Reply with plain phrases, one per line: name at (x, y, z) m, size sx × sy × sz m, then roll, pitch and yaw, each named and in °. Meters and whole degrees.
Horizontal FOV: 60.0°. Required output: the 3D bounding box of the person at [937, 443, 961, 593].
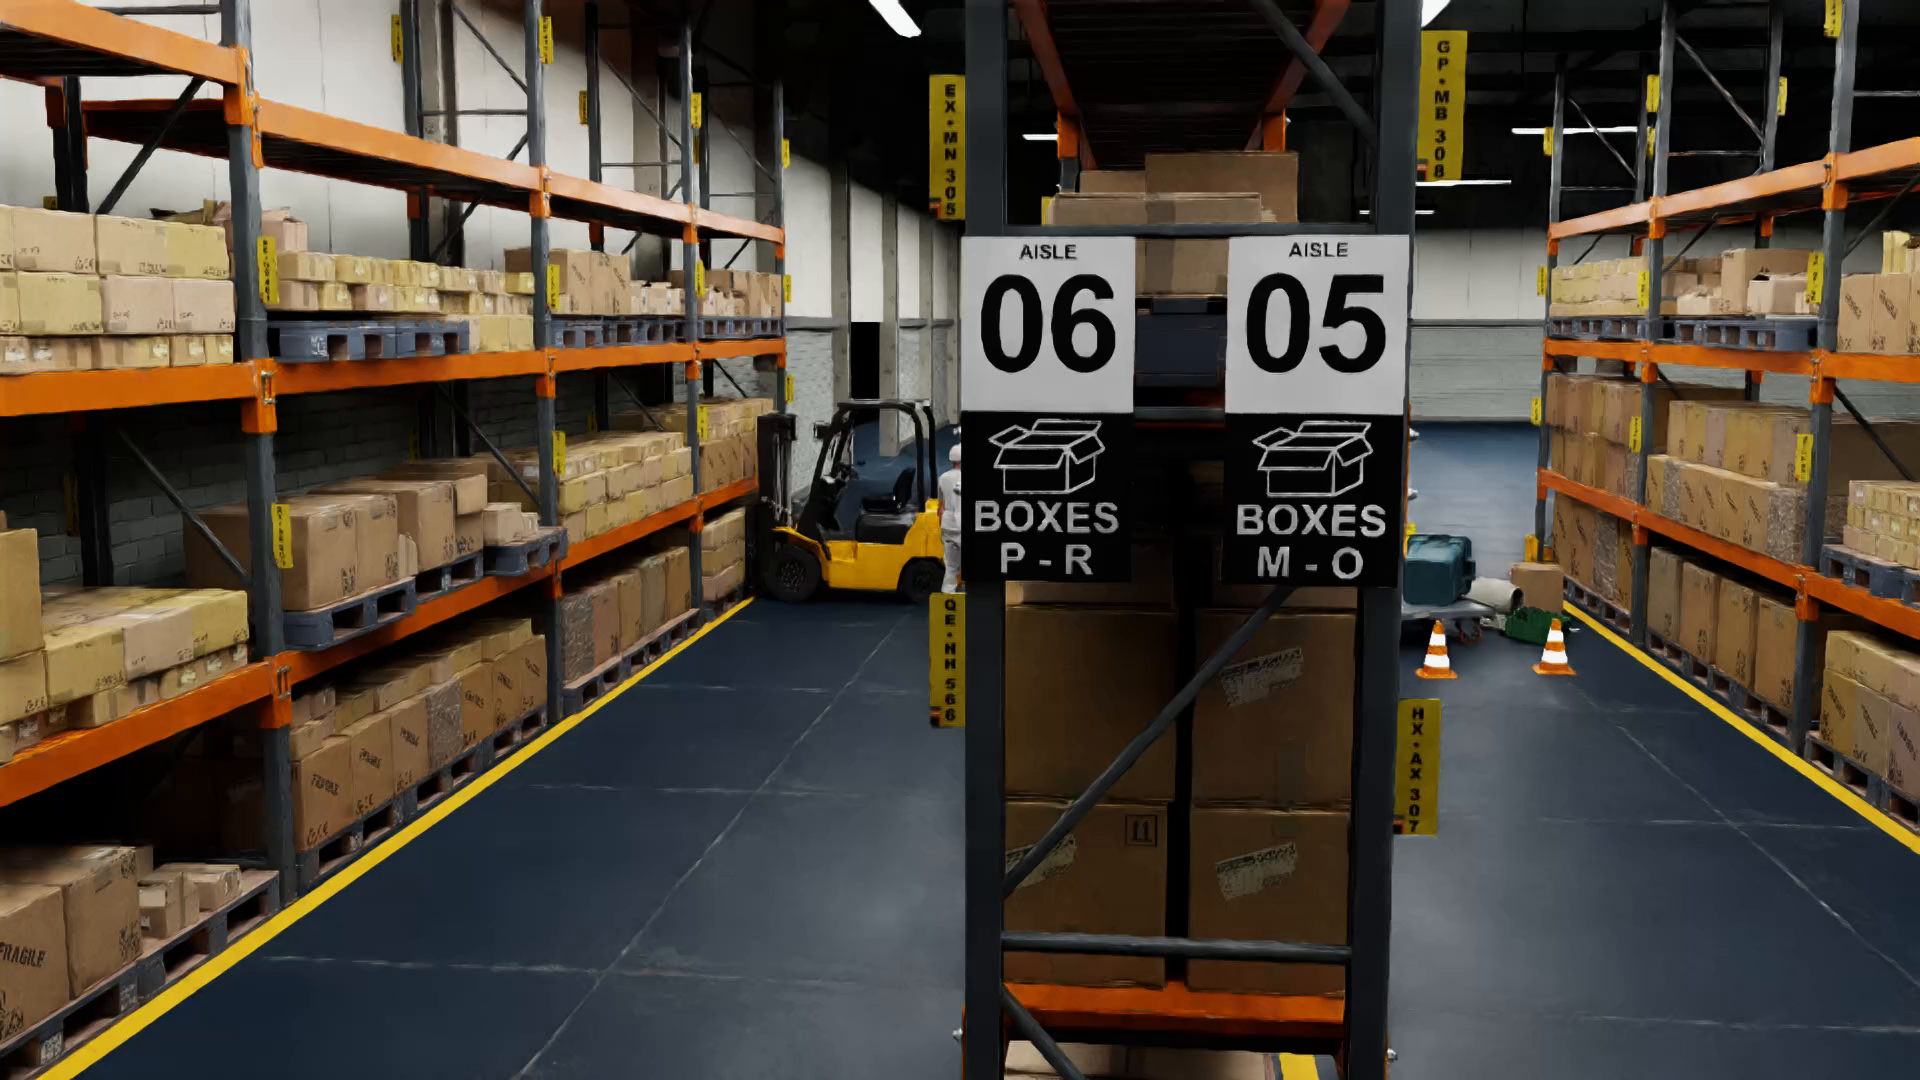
person at (0.082, -0.087, 16.765) m, size 0.564 × 1.794 × 0.547 m, roll -7°, pitch 10°, yaw -41°
